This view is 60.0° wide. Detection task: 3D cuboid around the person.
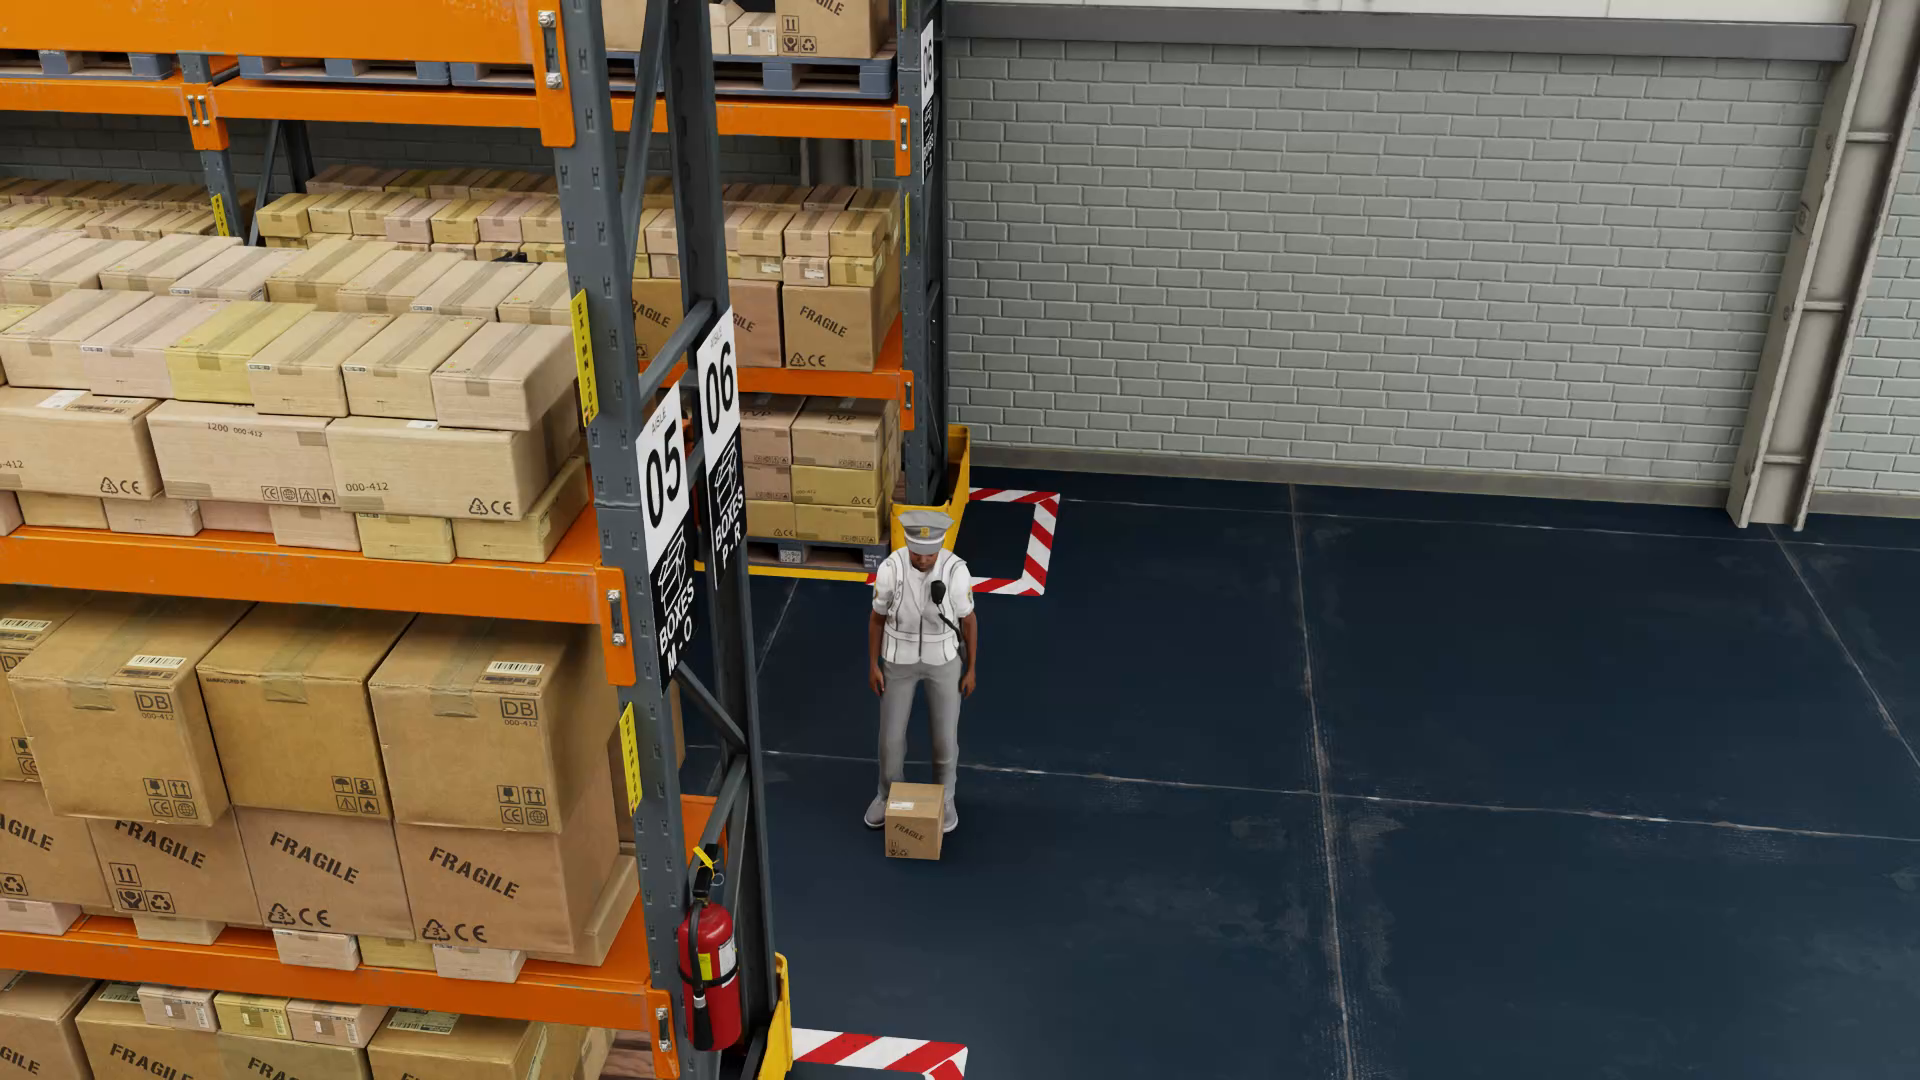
[{"bbox_3d":[-0.187,0.583,7.653,0.532,1.662,0.396,2,29,3],"label":"person"}]
